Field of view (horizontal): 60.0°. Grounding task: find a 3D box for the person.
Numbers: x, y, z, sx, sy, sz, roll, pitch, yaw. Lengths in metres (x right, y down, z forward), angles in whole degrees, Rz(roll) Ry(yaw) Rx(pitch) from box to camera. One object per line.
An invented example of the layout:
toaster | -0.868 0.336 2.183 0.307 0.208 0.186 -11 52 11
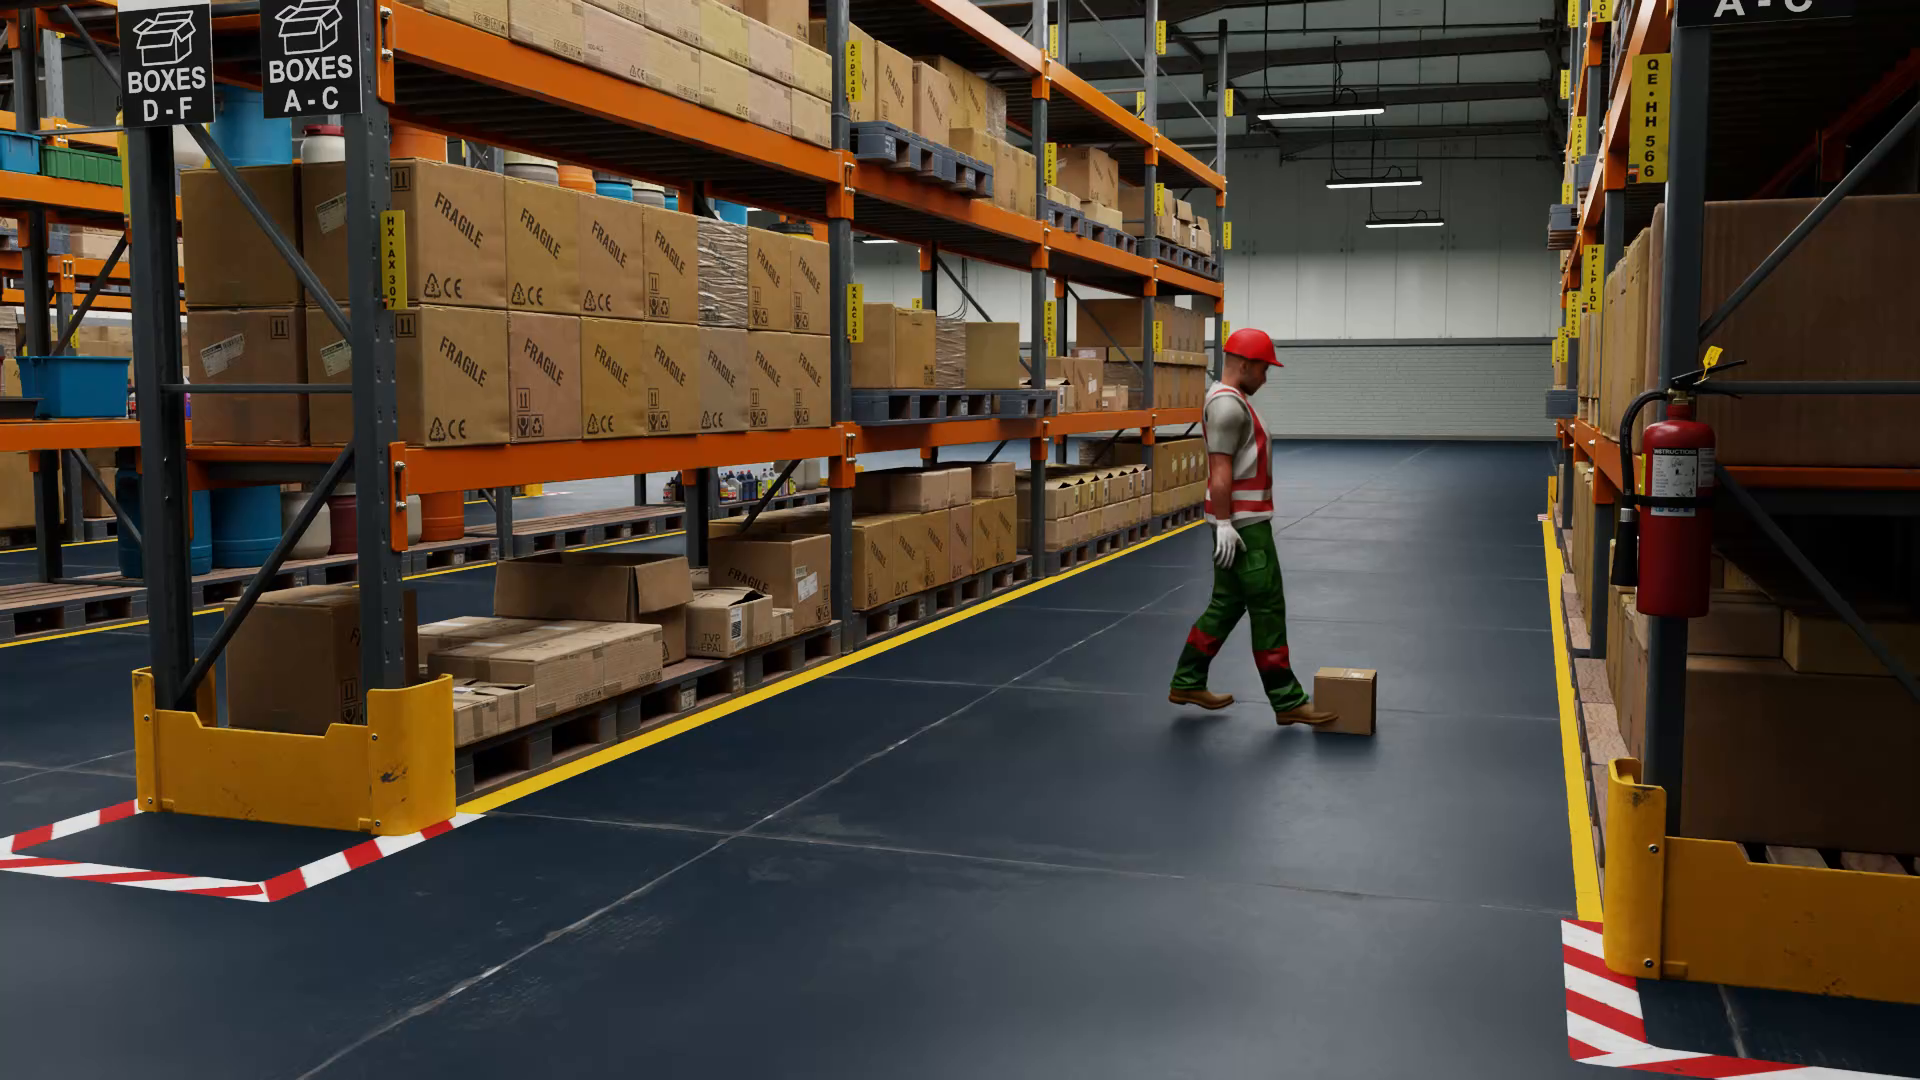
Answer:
person | 1.339 -0.068 7.507 0.779 1.766 0.603 1 5 11
